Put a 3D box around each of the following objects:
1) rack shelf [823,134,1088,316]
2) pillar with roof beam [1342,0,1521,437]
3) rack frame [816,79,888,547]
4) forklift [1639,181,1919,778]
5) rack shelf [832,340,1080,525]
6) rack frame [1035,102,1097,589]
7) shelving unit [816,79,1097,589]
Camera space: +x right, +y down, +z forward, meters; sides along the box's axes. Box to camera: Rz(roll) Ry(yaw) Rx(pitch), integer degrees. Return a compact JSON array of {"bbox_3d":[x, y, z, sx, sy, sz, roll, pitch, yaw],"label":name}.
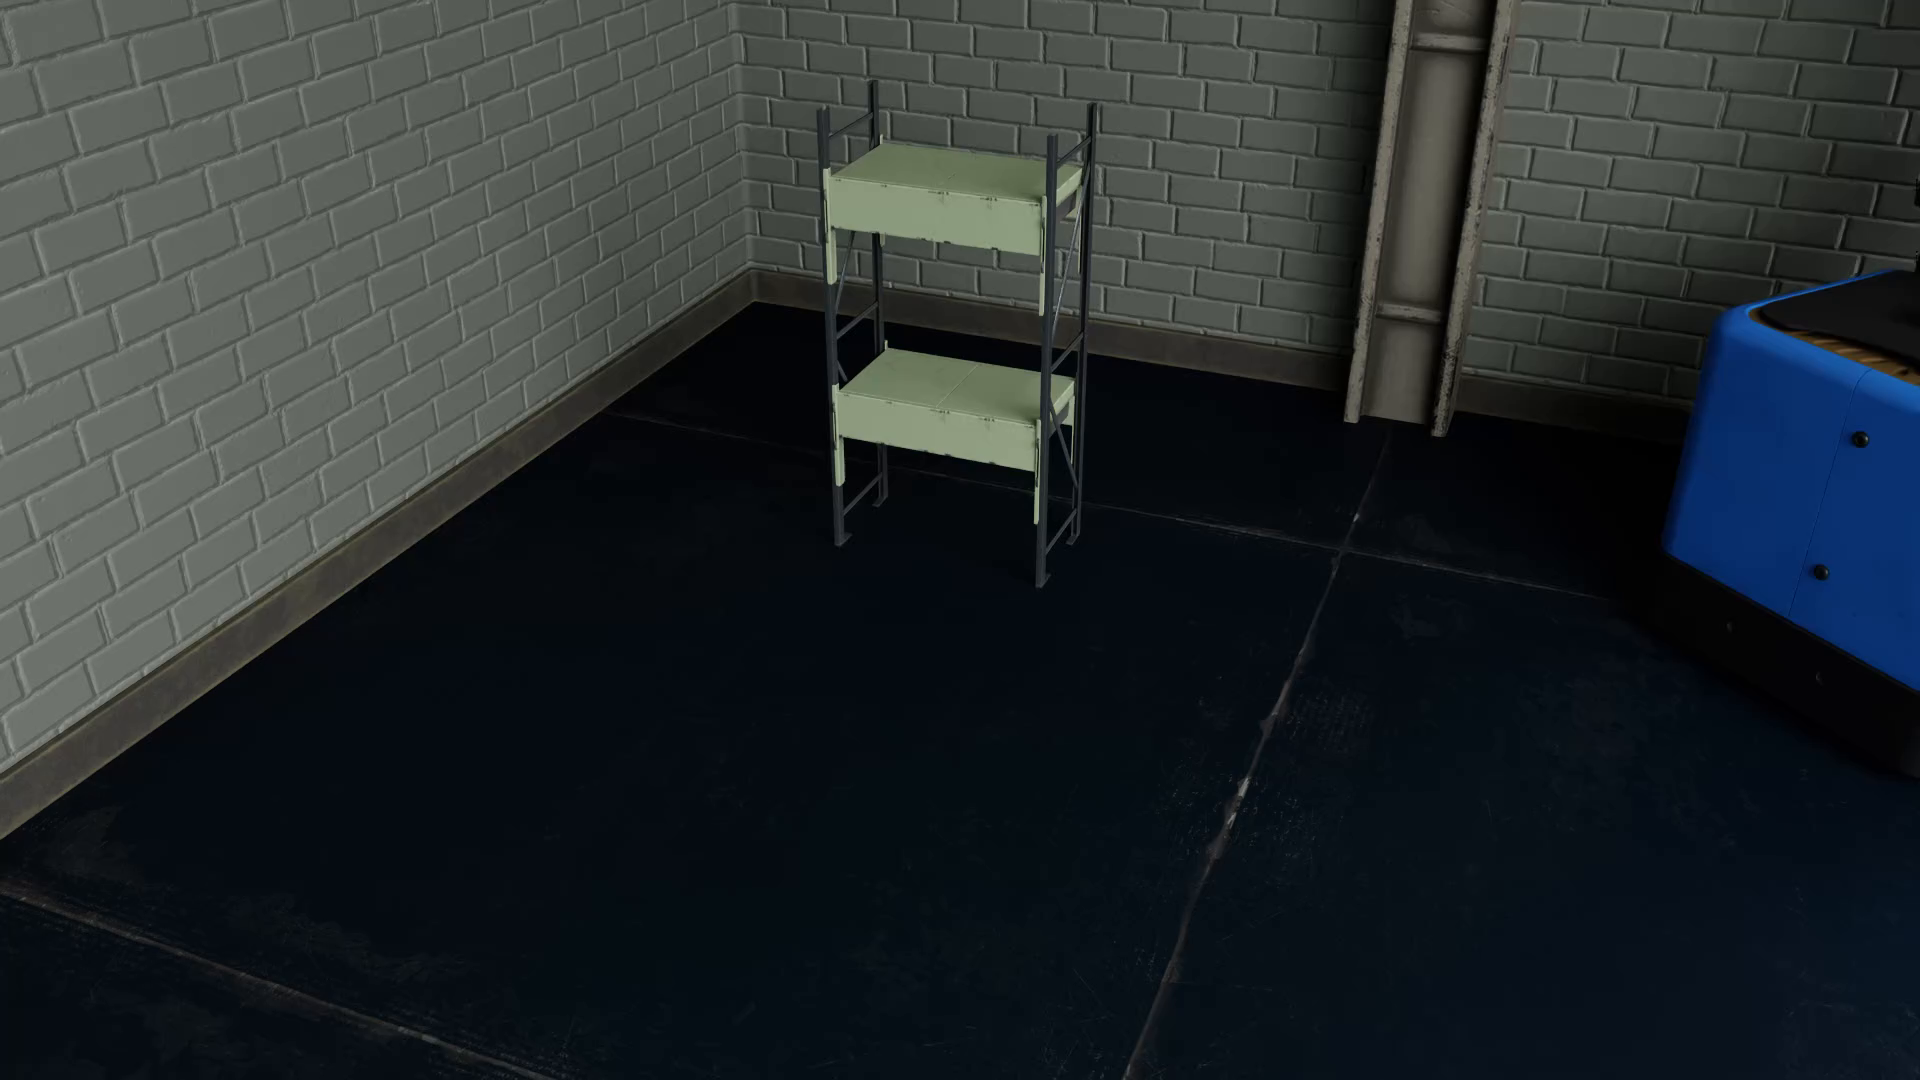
[{"bbox_3d":[-0.006,-0.994,5.191,0.720,0.370,0.431,11,31,19],"label":"rack shelf"},{"bbox_3d":[0.137,-2.460,0.956,0.400,9.000,9.100,11,31,19],"label":"pillar with roof beam"},{"bbox_3d":[-0.345,-0.722,5.503,0.023,1.500,0.400,11,31,19],"label":"rack frame"},{"bbox_3d":[3.673,-1.125,4.762,3.031,2.935,1.130,-15,33,-24],"label":"forklift"},{"bbox_3d":[-0.006,-0.370,5.544,0.720,0.370,0.431,11,31,19],"label":"rack shelf"},{"bbox_3d":[0.333,-0.586,5.263,0.023,1.500,0.400,11,31,19],"label":"rack frame"},{"bbox_3d":[-0.006,-0.654,5.383,0.755,1.500,0.431,11,31,19],"label":"shelving unit"}]
